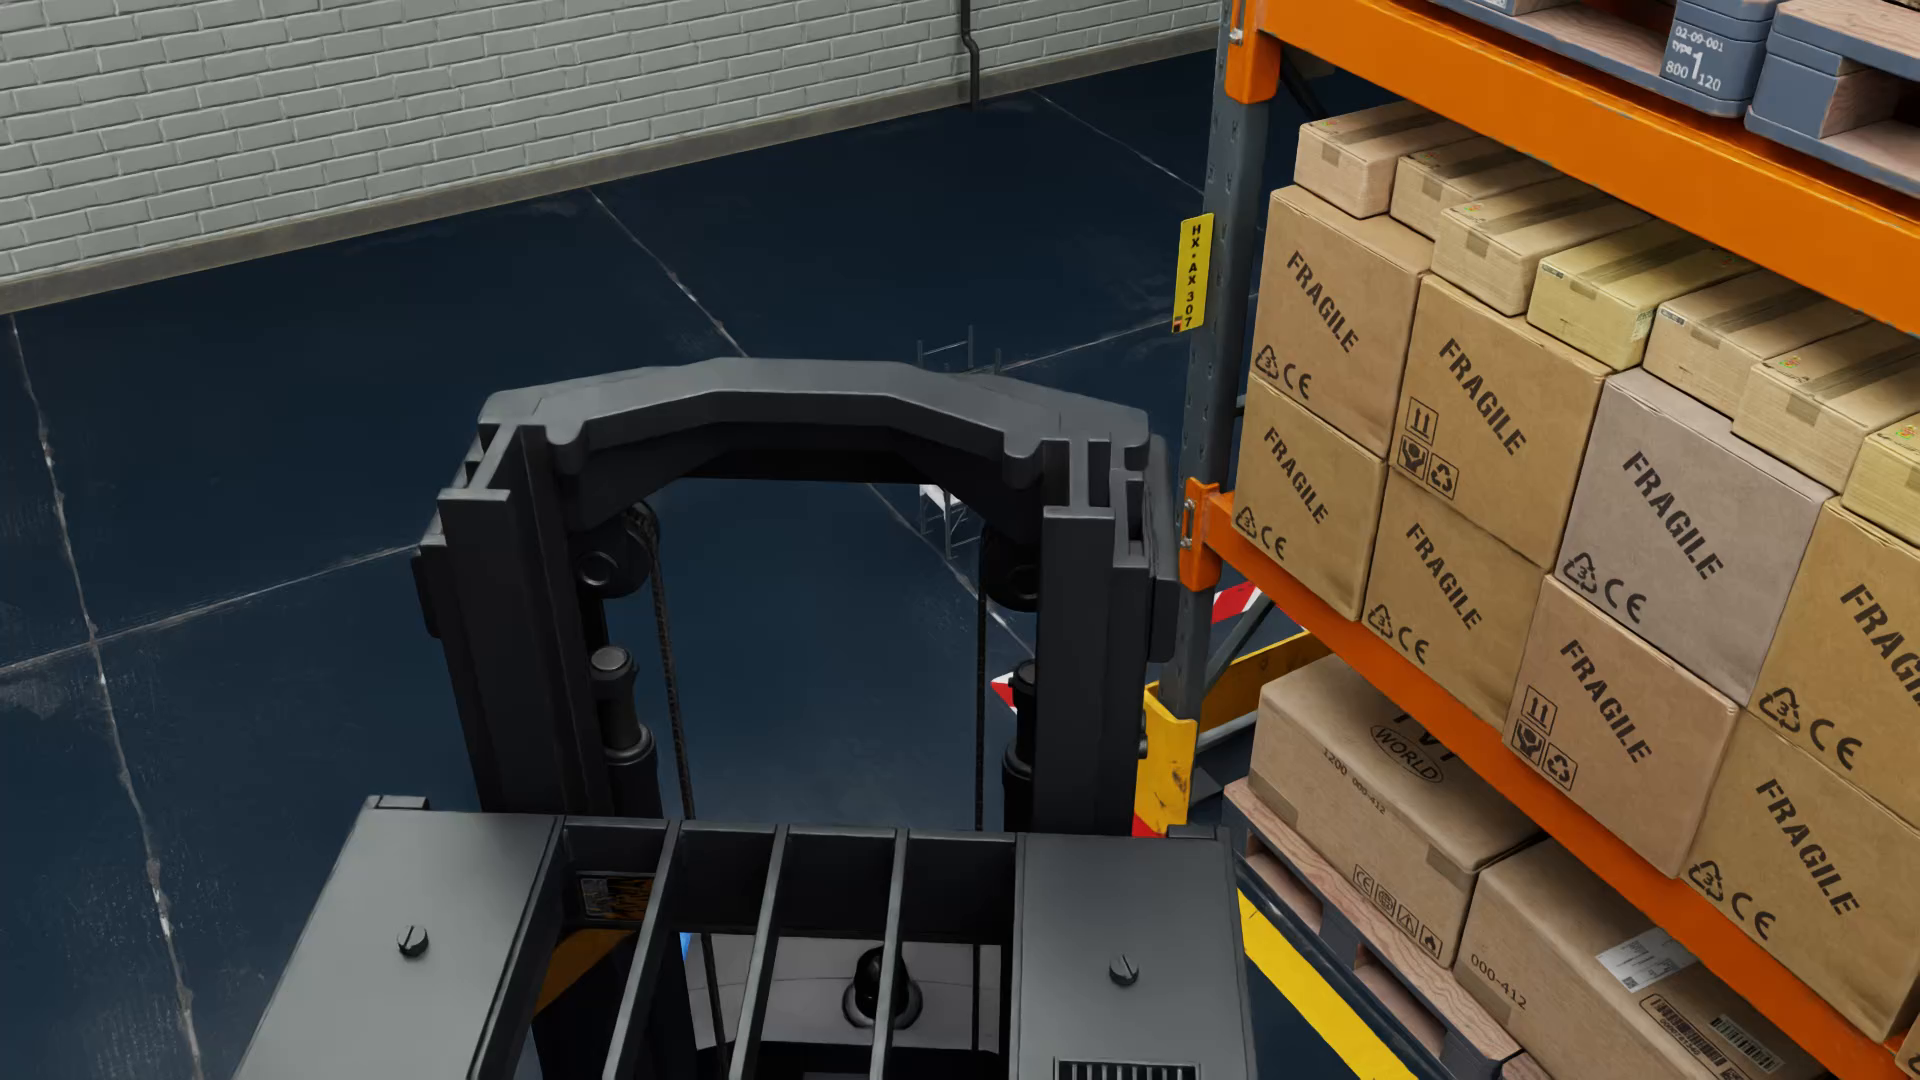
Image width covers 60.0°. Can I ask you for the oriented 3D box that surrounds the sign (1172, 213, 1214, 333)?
[{"bbox_3d":[0.610,-0.697,4.360,0.100,0.325,0.005,-19,40,-24],"label":"sign"}]

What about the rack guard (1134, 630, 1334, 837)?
[{"bbox_3d":[1.081,0.521,5.613,1.175,0.500,0.348,-19,40,-24],"label":"rack guard"}]

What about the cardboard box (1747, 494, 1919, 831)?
[{"bbox_3d":[1.870,0.184,3.022,0.500,0.500,0.500,-19,40,-24],"label":"cardboard box"}]

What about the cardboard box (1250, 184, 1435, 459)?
[{"bbox_3d":[1.088,-0.592,4.084,0.500,0.500,0.500,-20,41,-25],"label":"cardboard box"}]

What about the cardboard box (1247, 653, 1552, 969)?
[{"bbox_3d":[1.511,0.695,5.071,0.875,0.438,0.875,-20,41,-25],"label":"cardboard box"}]

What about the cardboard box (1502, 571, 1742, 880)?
[{"bbox_3d":[1.604,0.327,3.674,0.500,0.500,0.500,-19,40,-24],"label":"cardboard box"}]

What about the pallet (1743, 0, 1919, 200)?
[{"bbox_3d":[2.091,-0.654,2.634,1.003,0.211,1.213,-19,40,-24],"label":"pallet"}]

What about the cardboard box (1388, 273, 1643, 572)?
[{"bbox_3d":[1.353,-0.330,3.726,0.500,0.500,0.500,-20,41,-25],"label":"cardboard box"}]

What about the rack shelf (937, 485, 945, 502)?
[{"bbox_3d":[-0.004,-0.268,6.563,0.258,0.077,0.200,-19,40,-24],"label":"rack shelf"}]

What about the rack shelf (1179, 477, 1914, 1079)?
[{"bbox_3d":[2.097,0.834,3.675,1.077,0.370,4.000,-19,40,-24],"label":"rack shelf"}]

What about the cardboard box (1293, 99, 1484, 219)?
[{"bbox_3d":[1.032,-0.920,3.983,0.380,0.149,0.250,-18,40,-23],"label":"cardboard box"}]

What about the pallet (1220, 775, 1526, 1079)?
[{"bbox_3d":[1.562,1.034,5.155,1.003,0.211,1.213,-19,40,-24],"label":"pallet"}]

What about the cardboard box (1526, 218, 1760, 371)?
[{"bbox_3d":[1.404,-0.512,3.425,0.380,0.149,0.250,-20,41,-25],"label":"cardboard box"}]

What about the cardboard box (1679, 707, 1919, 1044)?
[{"bbox_3d":[1.870,0.578,3.331,0.500,0.500,0.500,-18,40,-22],"label":"cardboard box"}]

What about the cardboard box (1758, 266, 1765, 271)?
[{"bbox_3d":[1.888,-0.689,3.668,0.380,0.149,0.250,-18,40,-23],"label":"cardboard box"}]

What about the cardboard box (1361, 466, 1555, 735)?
[{"bbox_3d":[1.364,0.063,4.036,0.500,0.500,0.500,-19,40,-25],"label":"cardboard box"}]

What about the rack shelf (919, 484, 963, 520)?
[{"bbox_3d":[-0.004,-0.195,6.616,0.258,0.077,0.200,-19,40,-24],"label":"rack shelf"}]

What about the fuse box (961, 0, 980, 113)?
[{"bbox_3d":[0.129,-3.373,9.917,0.539,1.711,0.414,-19,40,-24],"label":"fuse box"}]

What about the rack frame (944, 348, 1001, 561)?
[{"bbox_3d":[0.047,-0.316,6.419,0.240,0.900,0.006,-19,40,-24],"label":"rack frame"}]

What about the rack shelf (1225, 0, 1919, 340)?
[{"bbox_3d":[2.097,-0.377,2.790,1.077,0.370,4.000,-19,40,-24],"label":"rack shelf"}]

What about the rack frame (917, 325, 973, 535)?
[{"bbox_3d":[-0.055,-0.419,6.561,0.240,0.900,0.006,-19,40,-24],"label":"rack frame"}]

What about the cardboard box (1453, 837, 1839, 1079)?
[{"bbox_3d":[1.978,1.160,4.435,0.875,0.438,0.875,-18,40,-23],"label":"cardboard box"}]

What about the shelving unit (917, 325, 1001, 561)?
[{"bbox_3d":[-0.004,-0.368,6.490,0.258,0.900,0.210,-19,40,-24],"label":"shelving unit"}]

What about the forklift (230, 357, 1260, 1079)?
[{"bbox_3d":[-0.222,1.345,2.424,1.130,2.935,3.031,2,36,2],"label":"forklift"}]

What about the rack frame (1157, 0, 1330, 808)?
[{"bbox_3d":[1.093,-0.477,4.859,1.000,3.000,0.127,-19,40,-24],"label":"rack frame"}]

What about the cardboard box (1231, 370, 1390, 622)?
[{"bbox_3d":[1.086,-0.187,4.378,0.500,0.500,0.500,-19,40,-24],"label":"cardboard box"}]

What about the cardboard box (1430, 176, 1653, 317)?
[{"bbox_3d":[1.256,-0.641,3.601,0.380,0.149,0.250,-18,40,-23],"label":"cardboard box"}]

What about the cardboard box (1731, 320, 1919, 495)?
[{"bbox_3d":[1.671,-0.254,3.072,0.380,0.149,0.250,-19,40,-24],"label":"cardboard box"}]

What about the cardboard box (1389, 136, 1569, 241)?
[{"bbox_3d":[1.225,-0.807,3.829,0.380,0.149,0.250,-18,40,-23],"label":"cardboard box"}]

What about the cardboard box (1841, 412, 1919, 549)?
[{"bbox_3d":[1.774,-0.116,2.884,0.380,0.149,0.250,-20,41,-25],"label":"cardboard box"}]

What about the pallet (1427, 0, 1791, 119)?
[{"bbox_3d":[1.474,-1.277,3.487,1.003,0.211,1.213,-19,40,-24],"label":"pallet"}]

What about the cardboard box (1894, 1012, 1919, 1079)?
[{"bbox_3d":[2.120,0.849,2.959,0.500,0.500,0.500,-20,40,-25],"label":"cardboard box"}]

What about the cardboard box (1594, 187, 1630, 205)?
[{"bbox_3d":[1.594,-0.937,4.007,0.380,0.149,0.250,-18,40,-23],"label":"cardboard box"}]

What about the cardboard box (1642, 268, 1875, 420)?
[{"bbox_3d":[1.582,-0.393,3.263,0.380,0.149,0.250,-19,40,-23],"label":"cardboard box"}]

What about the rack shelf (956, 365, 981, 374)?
[{"bbox_3d":[-0.004,-0.559,6.351,0.258,0.077,0.200,-19,40,-24],"label":"rack shelf"}]

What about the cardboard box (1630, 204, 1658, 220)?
[{"bbox_3d":[1.797,-0.830,3.861,0.380,0.149,0.250,-19,40,-24],"label":"cardboard box"}]

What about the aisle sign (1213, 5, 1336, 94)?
[{"bbox_3d":[0.806,-1.477,4.025,0.394,0.787,0.004,-19,40,-24],"label":"aisle sign"}]

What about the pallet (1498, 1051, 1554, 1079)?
[{"bbox_3d":[2.171,1.656,4.304,1.003,0.211,1.213,-19,40,-24],"label":"pallet"}]

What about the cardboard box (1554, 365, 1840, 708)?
[{"bbox_3d":[1.619,-0.070,3.370,0.500,0.500,0.500,-19,40,-24],"label":"cardboard box"}]
